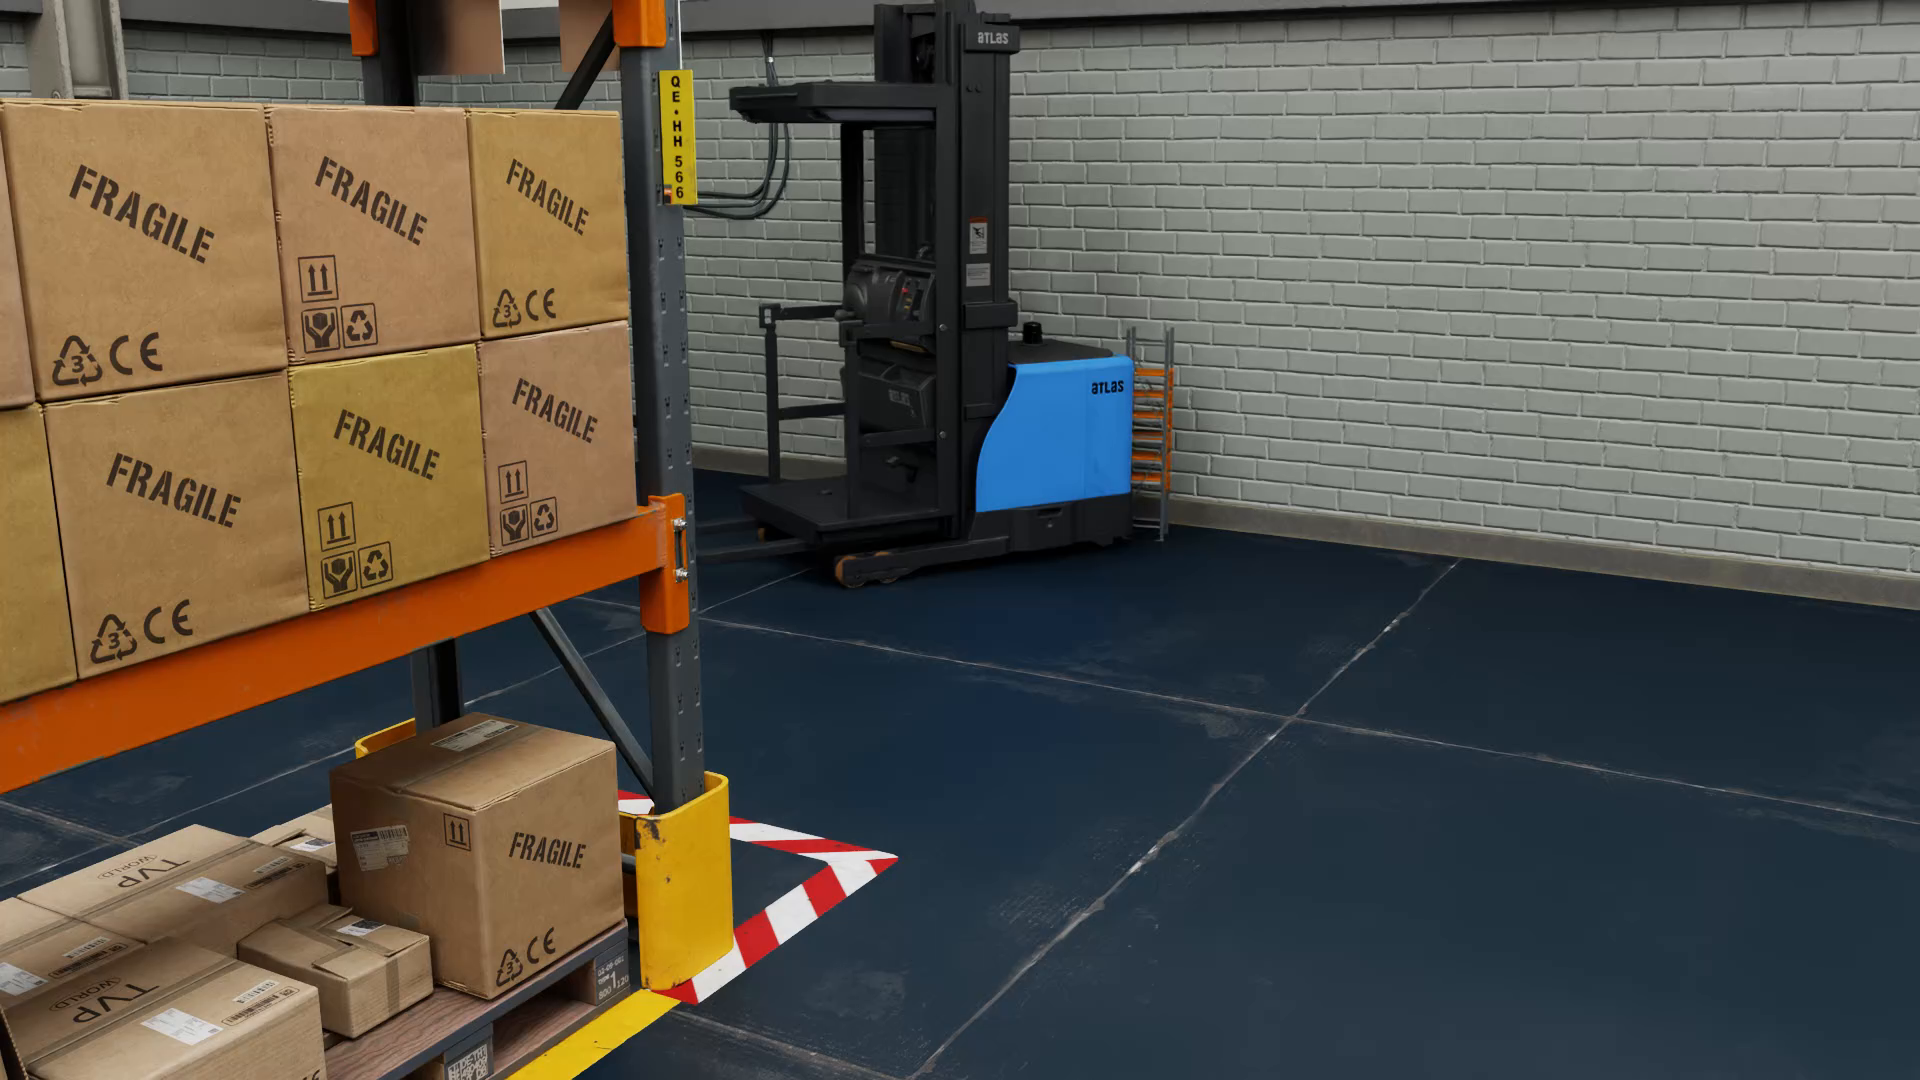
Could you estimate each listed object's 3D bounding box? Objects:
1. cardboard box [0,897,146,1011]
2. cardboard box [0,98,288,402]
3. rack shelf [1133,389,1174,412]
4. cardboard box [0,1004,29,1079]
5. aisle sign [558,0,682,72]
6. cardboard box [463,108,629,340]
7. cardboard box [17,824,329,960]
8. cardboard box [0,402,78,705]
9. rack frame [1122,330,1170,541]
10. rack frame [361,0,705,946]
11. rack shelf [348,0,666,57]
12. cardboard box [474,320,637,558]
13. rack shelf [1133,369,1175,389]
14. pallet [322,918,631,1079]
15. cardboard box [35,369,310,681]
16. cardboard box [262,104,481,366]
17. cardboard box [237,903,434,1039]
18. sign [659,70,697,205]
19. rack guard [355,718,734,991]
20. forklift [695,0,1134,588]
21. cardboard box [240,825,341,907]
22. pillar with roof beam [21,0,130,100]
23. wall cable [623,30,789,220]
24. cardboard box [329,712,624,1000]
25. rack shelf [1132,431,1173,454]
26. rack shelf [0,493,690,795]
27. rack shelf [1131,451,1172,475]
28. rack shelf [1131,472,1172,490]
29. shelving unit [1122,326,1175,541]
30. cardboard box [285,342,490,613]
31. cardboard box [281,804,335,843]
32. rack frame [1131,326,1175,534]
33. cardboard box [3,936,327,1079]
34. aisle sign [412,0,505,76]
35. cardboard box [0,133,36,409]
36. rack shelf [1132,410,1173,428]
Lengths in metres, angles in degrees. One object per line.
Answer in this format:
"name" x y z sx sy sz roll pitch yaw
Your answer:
"cardboard box" -2.173 1.054 3.690 0.500 0.250 0.500 7 15 28
"cardboard box" -1.643 -0.555 3.089 0.500 0.500 0.500 8 16 30
"rack shelf" 1.071 -0.795 9.435 0.258 0.103 0.180 4 14 15
"cardboard box" -2.209 1.081 3.038 0.797 0.503 0.637 7 15 28
"aisle sign" -0.877 -1.597 4.209 0.394 0.787 0.004 7 15 28
"cardboard box" -1.153 -0.766 3.962 0.500 0.500 0.500 7 15 28
"cardboard box" -1.932 0.951 4.115 0.500 0.250 0.500 7 15 28
"cardboard box" -1.894 0.033 2.785 0.500 0.500 0.500 7 15 27
"rack frame" 1.047 -0.584 9.395 0.240 1.200 0.006 4 14 15
"rack frame" -1.179 -0.353 4.599 1.000 3.000 0.127 7 15 28
"rack shelf" -2.145 -1.052 2.630 1.077 0.370 4.000 7 15 28
"cardboard box" -1.157 -0.279 4.079 0.500 0.500 0.500 8 16 30
"rack shelf" 1.071 -0.911 9.407 0.258 0.103 0.180 4 14 15
"pallet" -1.600 1.182 4.183 1.003 0.211 1.213 7 15 28
"cardboard box" -1.651 -0.071 3.213 0.500 0.500 0.500 8 15 28
"cardboard box" -1.397 -0.662 3.532 0.500 0.500 0.500 8 16 30
"cardboard box" -1.500 1.022 3.999 0.380 0.166 0.250 7 15 28
"sign" -0.702 -1.003 4.149 0.100 0.325 0.005 7 15 28
"rack guard" -1.215 0.877 4.828 1.175 0.500 0.348 7 15 28
"forklift" -0.559 -1.318 8.747 3.031 2.935 1.130 -8 16 -29
"cardboard box" -1.803 0.908 4.472 0.380 0.166 0.250 7 15 28
"pillar with roof beam" -1.200 -3.995 6.902 9.100 9.000 0.400 7 15 28
"wall cable" -2.470 -3.441 11.230 3.097 2.526 0.112 7 15 28
"cardboard box" -1.226 0.787 4.262 0.500 0.500 0.500 7 15 28
"rack shelf" 1.071 -0.561 9.491 0.258 0.103 0.180 4 14 15
"rack shelf" -2.145 0.407 2.982 1.077 0.370 4.000 7 15 28
"rack shelf" 1.071 -0.445 9.519 0.258 0.103 0.180 4 14 15
"rack shelf" 1.071 -0.328 9.547 0.258 0.103 0.180 4 14 15
"shelving unit" 1.071 -0.604 9.481 0.258 1.200 0.189 4 14 15
"cardboard box" -1.405 -0.172 3.635 0.500 0.500 0.500 8 15 29
"cardboard box" -1.682 0.866 4.687 0.380 0.149 0.250 7 15 28
"rack frame" 1.096 -0.625 9.566 0.240 1.200 0.006 4 14 15
"cardboard box" -1.711 1.100 3.497 0.500 0.250 0.500 7 15 28
"aisle sign" -1.403 -1.664 4.491 0.394 0.787 0.004 7 15 28
"cardboard box" -1.891 -0.450 2.652 0.500 0.500 0.500 8 16 30
"rack shelf" 1.071 -0.678 9.463 0.258 0.103 0.180 4 14 15
